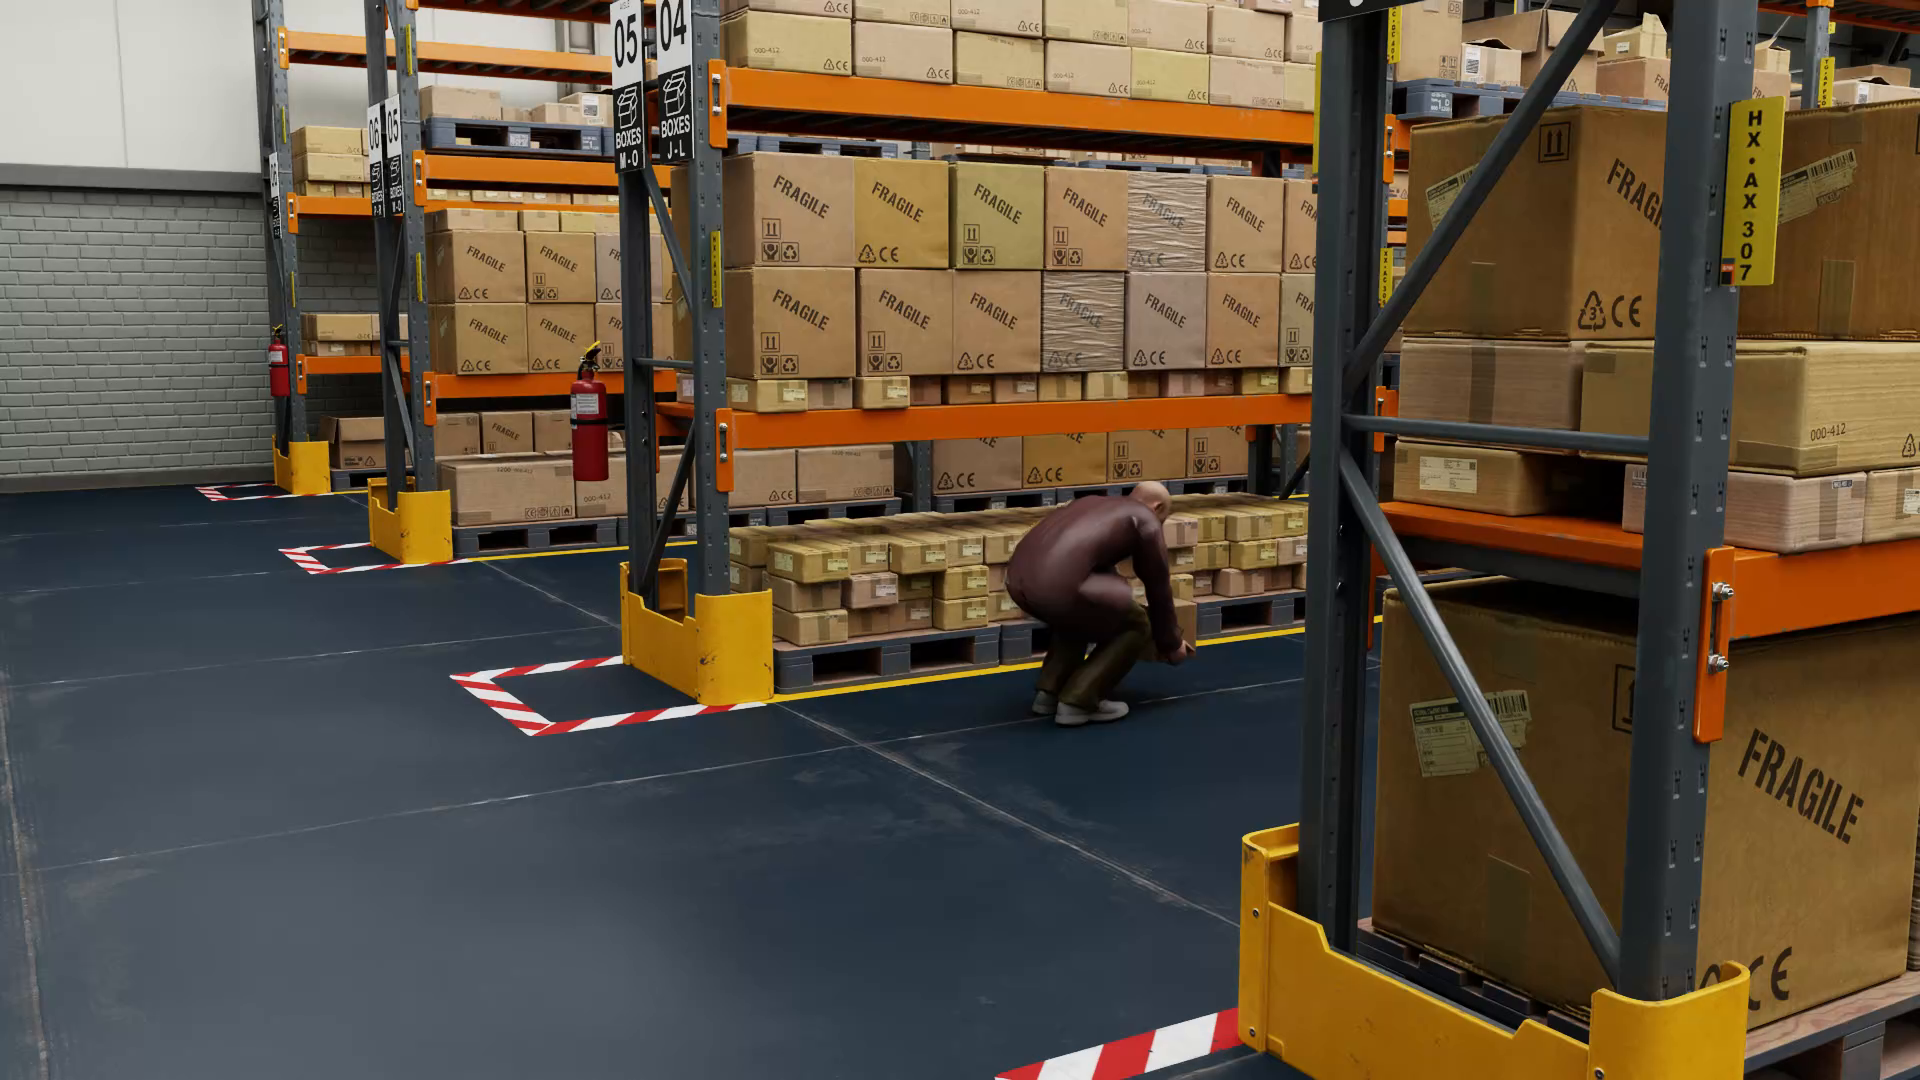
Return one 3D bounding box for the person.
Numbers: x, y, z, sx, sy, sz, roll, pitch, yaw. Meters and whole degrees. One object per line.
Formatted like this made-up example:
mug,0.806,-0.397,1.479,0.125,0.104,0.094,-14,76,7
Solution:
person,0.619,0.277,7.309,0.954,0.970,0.581,-6,10,-38
